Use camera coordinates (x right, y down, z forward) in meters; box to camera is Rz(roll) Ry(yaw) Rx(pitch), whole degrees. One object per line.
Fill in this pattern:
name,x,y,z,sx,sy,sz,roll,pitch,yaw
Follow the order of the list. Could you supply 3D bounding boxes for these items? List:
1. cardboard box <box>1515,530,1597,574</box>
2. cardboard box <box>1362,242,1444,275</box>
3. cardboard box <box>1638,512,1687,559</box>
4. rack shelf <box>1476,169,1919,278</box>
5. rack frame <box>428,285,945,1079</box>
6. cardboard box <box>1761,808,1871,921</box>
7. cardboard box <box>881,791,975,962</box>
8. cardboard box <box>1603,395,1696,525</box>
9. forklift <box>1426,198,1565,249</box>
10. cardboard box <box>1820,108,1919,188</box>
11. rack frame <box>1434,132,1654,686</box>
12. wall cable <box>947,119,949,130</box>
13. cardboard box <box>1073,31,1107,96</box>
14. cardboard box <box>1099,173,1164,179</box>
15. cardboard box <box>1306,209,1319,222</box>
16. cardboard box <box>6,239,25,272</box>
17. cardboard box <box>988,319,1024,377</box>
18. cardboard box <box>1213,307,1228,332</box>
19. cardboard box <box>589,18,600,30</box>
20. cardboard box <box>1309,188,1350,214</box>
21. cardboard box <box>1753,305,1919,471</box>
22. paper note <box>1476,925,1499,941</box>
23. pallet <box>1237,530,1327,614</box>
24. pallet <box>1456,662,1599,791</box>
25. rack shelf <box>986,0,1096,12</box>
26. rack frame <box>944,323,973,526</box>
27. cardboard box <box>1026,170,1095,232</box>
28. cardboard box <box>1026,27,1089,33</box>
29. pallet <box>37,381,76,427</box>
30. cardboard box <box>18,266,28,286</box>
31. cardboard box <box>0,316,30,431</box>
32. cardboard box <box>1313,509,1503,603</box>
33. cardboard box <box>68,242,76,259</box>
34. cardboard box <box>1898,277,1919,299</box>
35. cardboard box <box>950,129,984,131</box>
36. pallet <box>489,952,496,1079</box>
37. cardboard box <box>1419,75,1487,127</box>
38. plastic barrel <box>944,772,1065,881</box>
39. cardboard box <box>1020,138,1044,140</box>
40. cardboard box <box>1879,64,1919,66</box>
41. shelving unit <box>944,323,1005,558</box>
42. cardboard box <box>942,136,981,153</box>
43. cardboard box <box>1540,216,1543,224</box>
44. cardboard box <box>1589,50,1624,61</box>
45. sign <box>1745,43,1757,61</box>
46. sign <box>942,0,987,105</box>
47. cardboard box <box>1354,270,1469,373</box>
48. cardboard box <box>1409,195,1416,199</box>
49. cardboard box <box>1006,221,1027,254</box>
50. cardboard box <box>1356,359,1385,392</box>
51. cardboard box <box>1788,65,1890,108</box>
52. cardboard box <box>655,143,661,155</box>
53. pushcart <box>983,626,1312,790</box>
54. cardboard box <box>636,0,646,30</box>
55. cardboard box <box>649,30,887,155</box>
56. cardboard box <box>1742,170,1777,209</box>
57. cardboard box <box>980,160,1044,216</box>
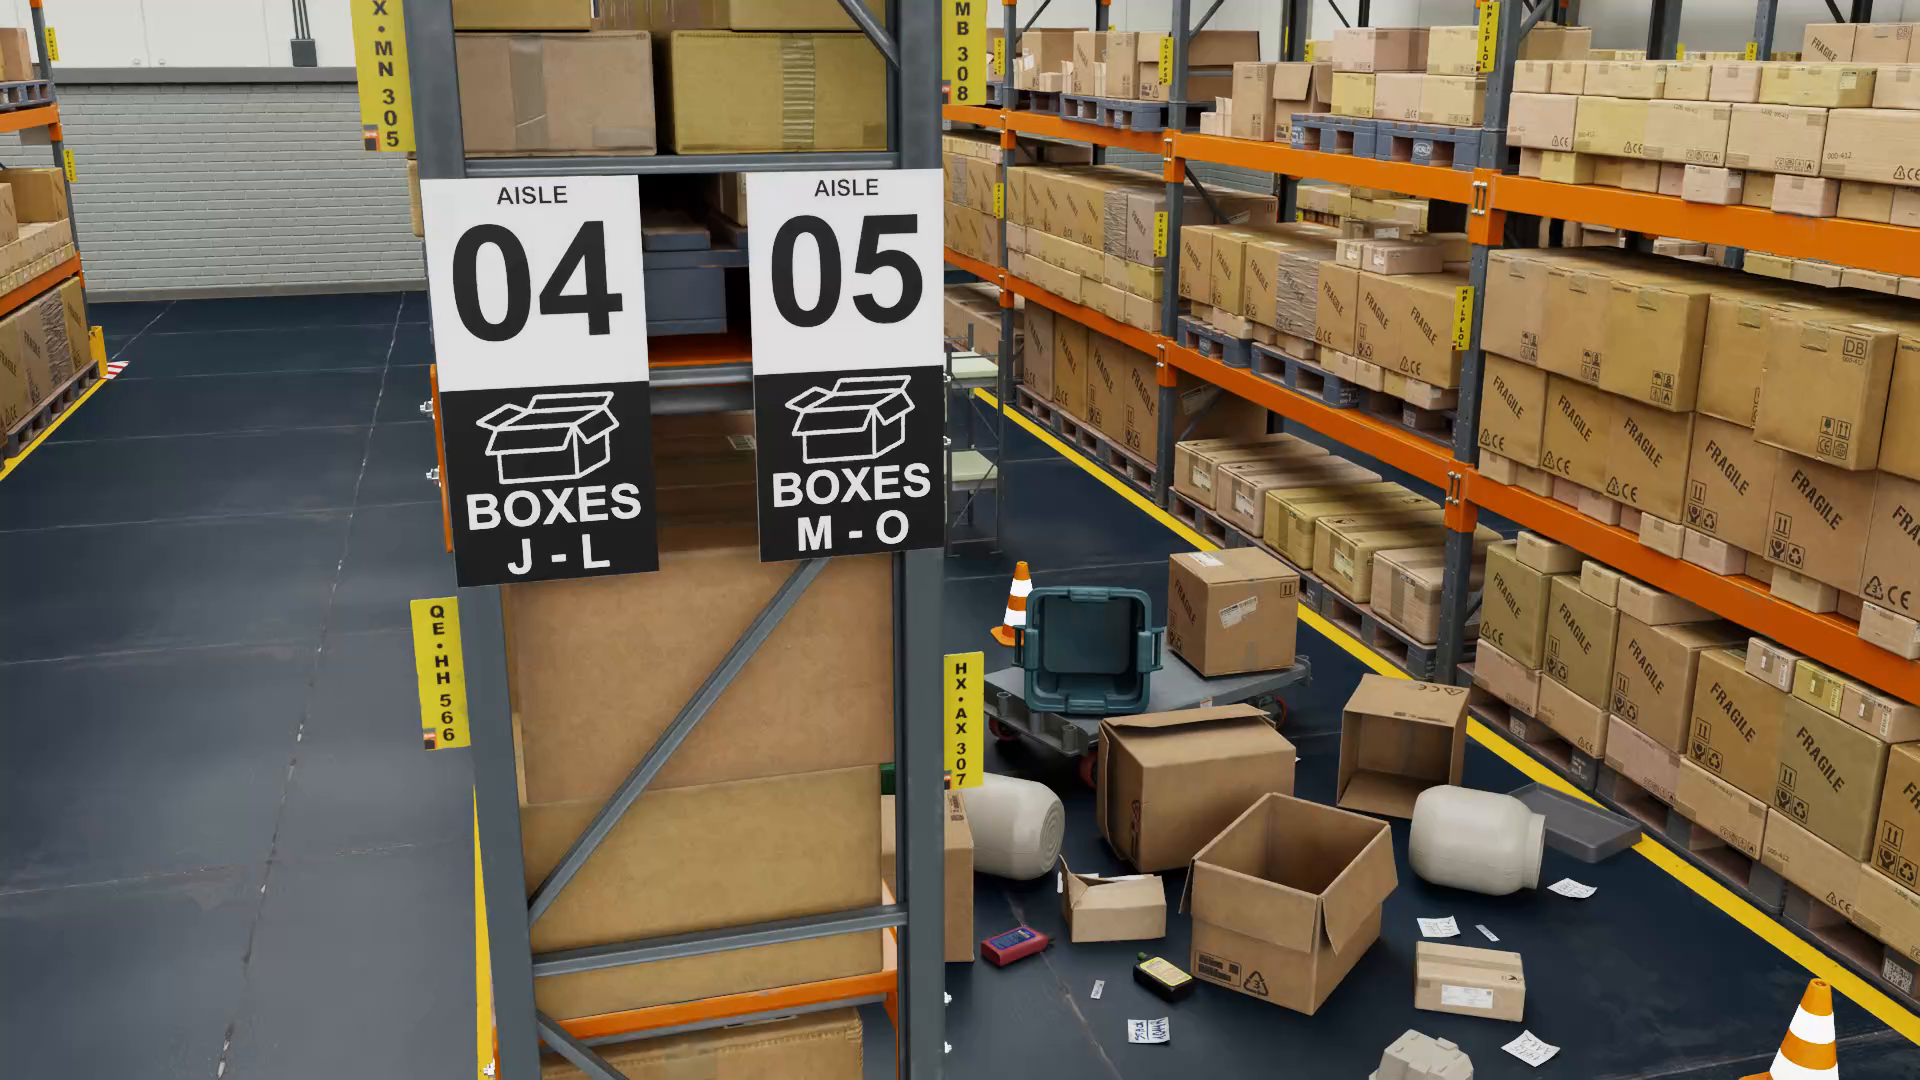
cardboard box,2.980,0.047,8.199,0.380,0.149,0.250,-4,17,-14
cardboard box,2.555,-1.624,9.596,0.380,0.149,0.250,-5,17,-17
cardboard box,3.222,-0.035,7.292,0.380,0.149,0.250,-5,17,-15
rack shelf,3.651,-1.161,6.641,1.077,0.370,4.000,-5,17,-15
rack frame,-0.531,0.903,3.731,1.000,3.000,0.127,-5,17,-15
cardboard box,3.585,1.253,6.615,0.500,0.250,0.500,-5,17,-15
cardboard box,-0.217,1.341,6.614,0.500,0.500,0.500,-2,17,-6
cardboard box,3.240,-0.392,7.353,0.500,0.500,0.500,-5,17,-16
forklift,4.442,-1.936,13.303,1.130,2.935,3.031,-5,17,-16
cardboard box,3.516,-1.426,6.015,0.500,0.250,0.500,-4,17,-14
rack frame,3.101,-0.623,8.810,1.000,3.000,0.127,-5,17,-15
wall cable,-0.408,-6.102,25.285,0.588,1.984,0.122,-5,17,-15
cardboard box,1.239,-3.879,13.534,0.500,0.500,0.500,-5,17,-15
cardboard box,1.537,-2.974,14.727,0.500,0.500,0.500,-4,17,-14
cardboard box,4.516,-4.036,20.610,0.380,0.149,0.250,-4,17,-14
cardboard box,-8.783,-2.554,14.984,0.500,0.250,0.500,-4,17,-14
cardboard box,0.833,-1.992,17.092,0.875,0.438,0.875,-5,17,-16
cardboard box,1.989,-1.545,11.588,0.380,0.149,0.250,-6,18,-19
cardboard box,-1.983,-2.584,9.050,0.500,0.500,0.500,-5,17,-15
cardboard box,4.579,-4.120,20.196,0.500,0.250,0.500,-5,17,-15
cardboard box,3.479,-0.583,6.250,0.700,0.500,0.500,-5,17,-16
paper note,2.118,1.578,6.680,0.032,0.001,0.123,-5,17,-15
pallet,2.547,0.160,11.054,1.003,0.211,1.213,-5,17,-15
pallet,3.320,0.896,8.603,1.003,0.211,1.213,-5,17,-15
rack shelf,0.353,-5.726,17.317,1.077,0.370,4.000,-5,17,-15
rack frame,-0.099,-0.818,12.067,0.400,1.500,0.023,-5,17,-15
cardboard box,0.914,-3.079,15.077,0.500,0.500,0.500,-5,17,-16
cardboard box,0.943,-4.748,16.254,0.500,0.500,0.500,-4,17,-14
pallet,-9.098,-1.271,15.816,1.003,0.211,1.213,-5,17,-15
cardboard box,-8.744,-2.398,15.158,0.380,0.149,0.250,-4,17,-15
cardboard box,-8.730,-1.424,14.443,0.875,0.875,0.875,-5,17,-15
cardboard box,2.754,0.091,10.272,0.950,0.372,0.625,-4,17,-12
cardboard box,-9.311,-2.966,17.047,0.380,0.149,0.250,-4,17,-14
cardboard box,7.088,-1.724,11.869,0.500,0.250,0.500,-4,17,-14
cardboard box,0.095,-4.696,19.331,0.380,0.149,0.250,-4,17,-15
pallet,-1.158,1.687,5.969,1.003,0.211,1.213,-5,17,-15
cardboard box,2.801,-2.339,8.840,0.500,0.250,0.500,-5,17,-16
plastic barrel,0.156,1.223,7.144,0.512,0.421,0.421,7,18,23
cardboard box,0.666,-4.130,17.448,0.380,0.149,0.250,-5,17,-15
cardboard box,3.916,-1.829,6.663,0.380,0.149,0.250,-4,17,-15
shelving unit,0.002,-0.716,11.730,0.431,1.500,0.755,-5,17,-15
cardboard box,0.020,-4.227,17.770,0.380,0.149,0.250,-5,17,-17
cardboard box,5.734,-3.183,16.431,0.700,0.500,0.500,-5,17,-15
cardboard box,5.814,-4.398,15.181,0.380,0.149,0.250,-5,17,-15
sign,6.251,-3.764,13.157,0.100,0.325,0.005,-5,17,-15
sign,0.004,-1.032,3.303,0.100,0.325,0.005,-5,17,-15
cardboard box,2.616,-1.261,9.514,0.500,0.500,0.500,-5,17,-15
cardboard box,5.372,-3.875,19.382,0.500,0.250,0.500,-5,17,-15
cardboard box,0.752,-2.859,15.648,0.500,0.250,0.500,-5,17,-17
cardboard box,2.533,-0.967,9.663,0.380,0.149,0.250,-5,17,-16
cardboard box,3.370,-1.706,6.254,0.380,0.149,0.250,-4,17,-14
cardboard box,-0.735,-1.202,5.057,0.380,0.149,0.250,-5,17,-15
pushcart,0.923,0.827,8.542,1.648,0.377,0.936,-12,20,-34
cardboard box,-0.806,-1.654,5.178,0.380,0.149,0.250,-4,17,-15
cardboard box,-0.417,-1.007,3.716,0.500,0.250,0.500,-5,17,-15
cardboard box,3.375,-1.406,6.641,0.380,0.149,0.250,-5,17,-15
cardboard box,0.507,-3.471,16.381,0.500,0.500,0.500,-5,17,-16
